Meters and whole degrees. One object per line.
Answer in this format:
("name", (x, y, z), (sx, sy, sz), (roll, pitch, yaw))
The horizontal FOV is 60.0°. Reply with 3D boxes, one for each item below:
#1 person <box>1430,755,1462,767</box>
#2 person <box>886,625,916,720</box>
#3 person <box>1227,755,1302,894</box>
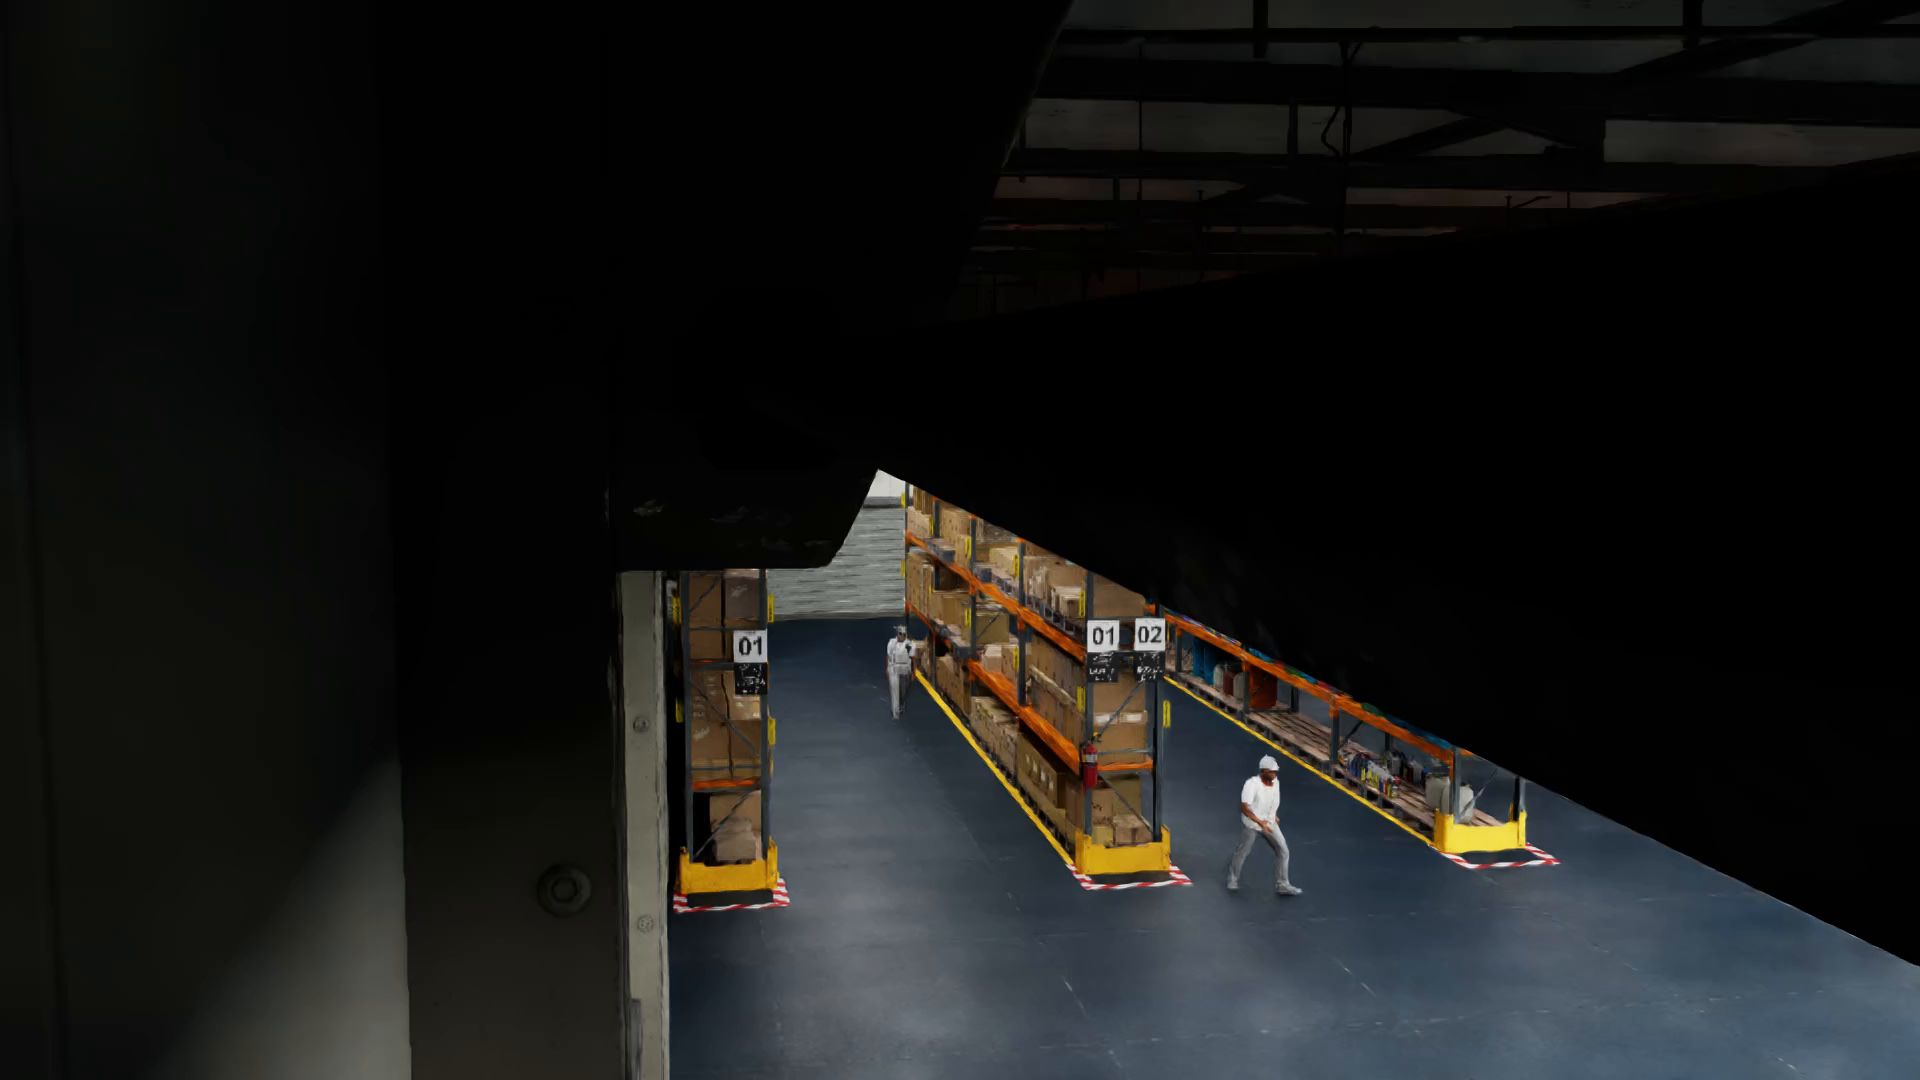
("person", (7.790, 2.753, 26.276), (0.702, 1.735, 0.549), (-1, 6, -11))
("person", (-1.055, 2.357, 30.099), (0.541, 1.670, 1.114), (-1, 6, -10))
("person", (3.613, 3.374, 20.014), (0.712, 1.638, 0.831), (-3, 7, -28))
